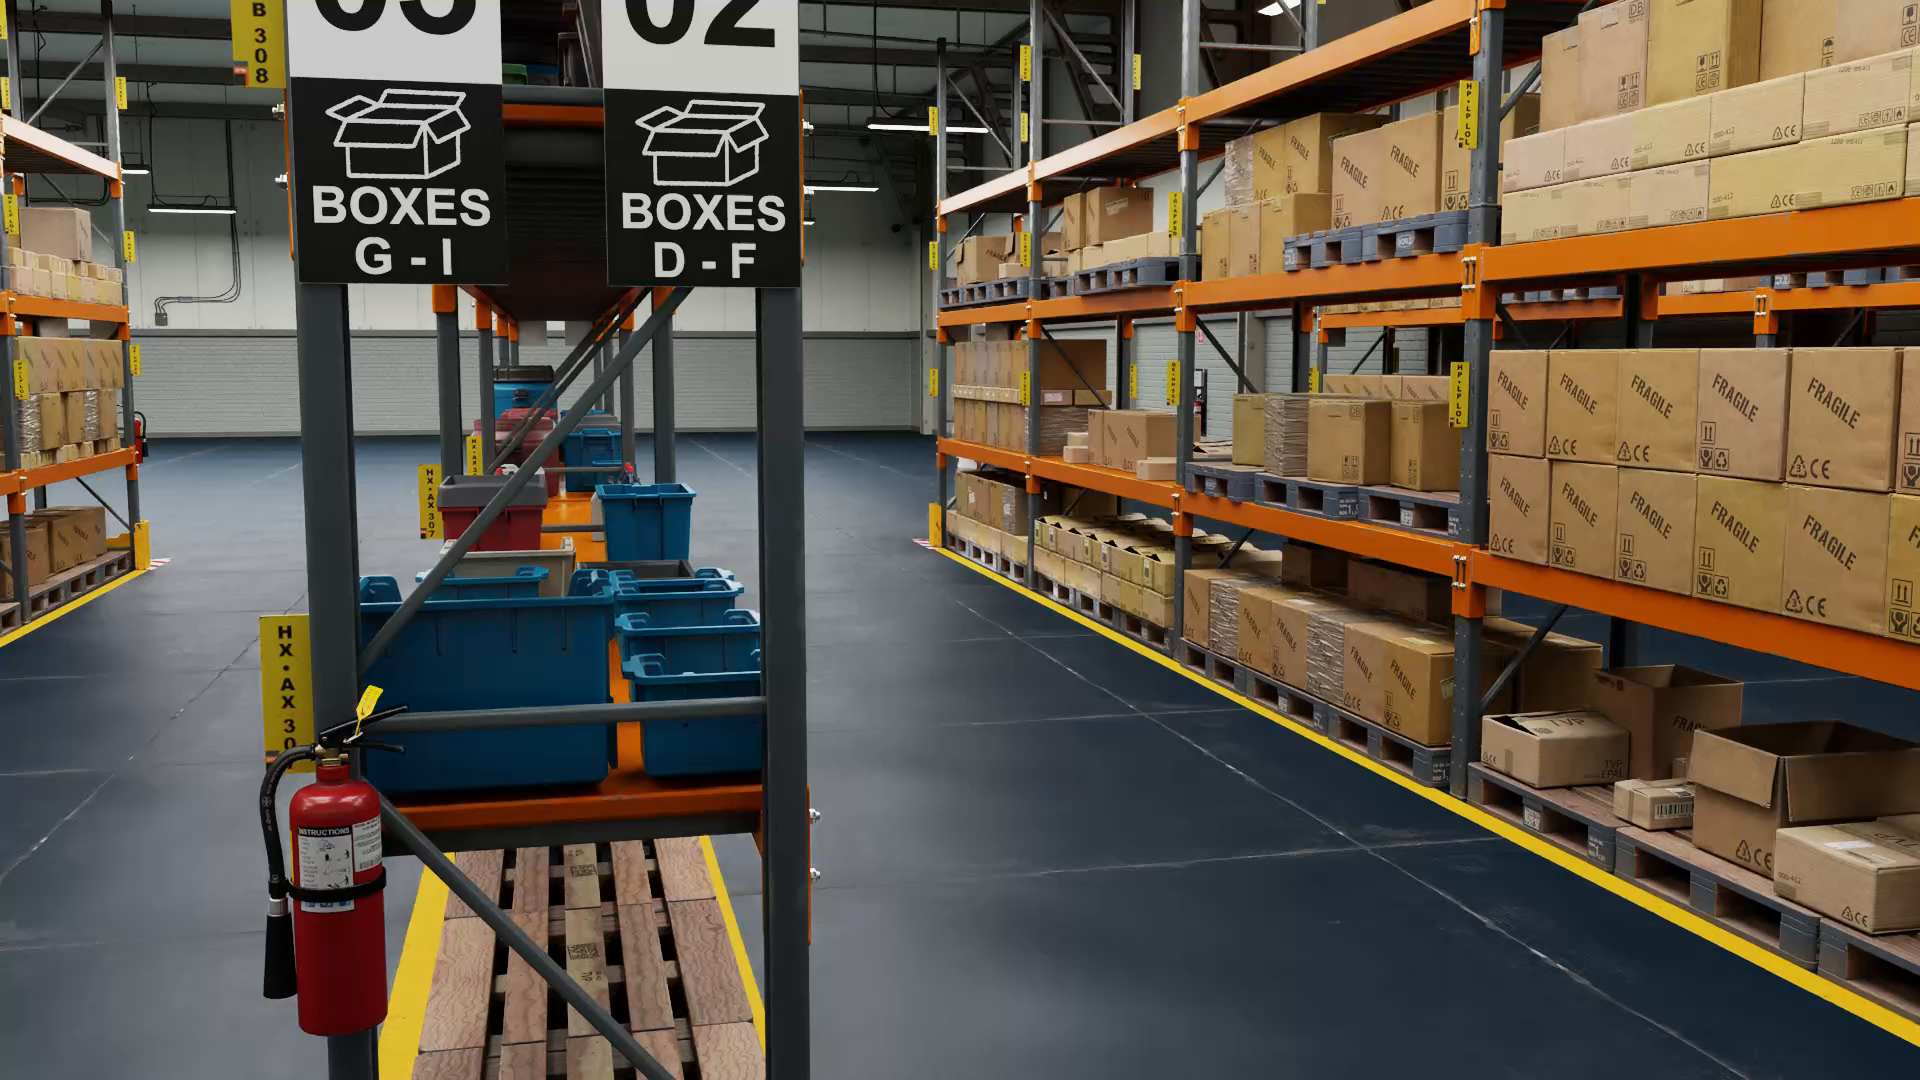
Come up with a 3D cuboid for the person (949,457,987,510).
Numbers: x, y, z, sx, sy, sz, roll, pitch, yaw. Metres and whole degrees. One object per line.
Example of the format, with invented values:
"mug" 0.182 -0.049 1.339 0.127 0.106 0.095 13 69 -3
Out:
"person" 0.188 -0.908 21.571 1.036 1.610 0.558 -1 6 -13
